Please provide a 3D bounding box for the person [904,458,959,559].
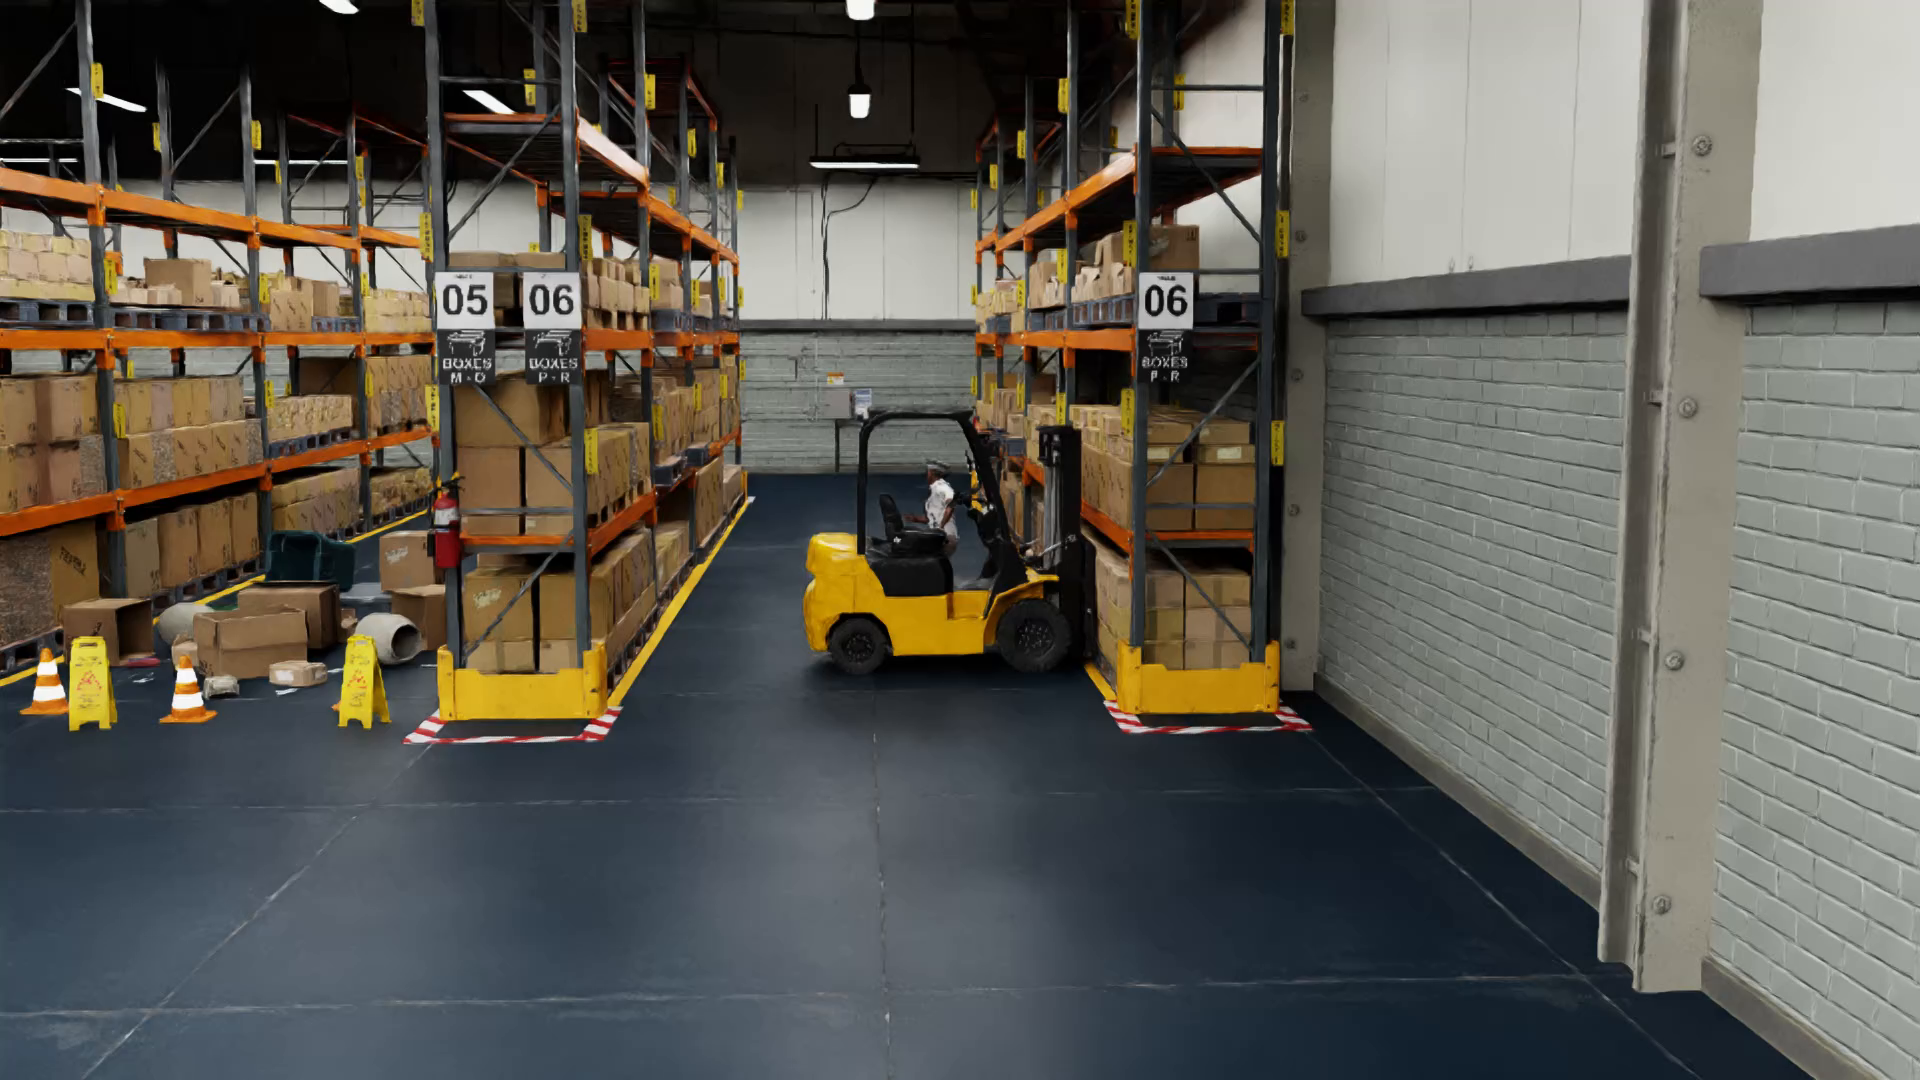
[{"bbox_3d":[-0.279,0.002,16.142,0.544,1.554,0.864,0,7,1],"label":"person"}]
